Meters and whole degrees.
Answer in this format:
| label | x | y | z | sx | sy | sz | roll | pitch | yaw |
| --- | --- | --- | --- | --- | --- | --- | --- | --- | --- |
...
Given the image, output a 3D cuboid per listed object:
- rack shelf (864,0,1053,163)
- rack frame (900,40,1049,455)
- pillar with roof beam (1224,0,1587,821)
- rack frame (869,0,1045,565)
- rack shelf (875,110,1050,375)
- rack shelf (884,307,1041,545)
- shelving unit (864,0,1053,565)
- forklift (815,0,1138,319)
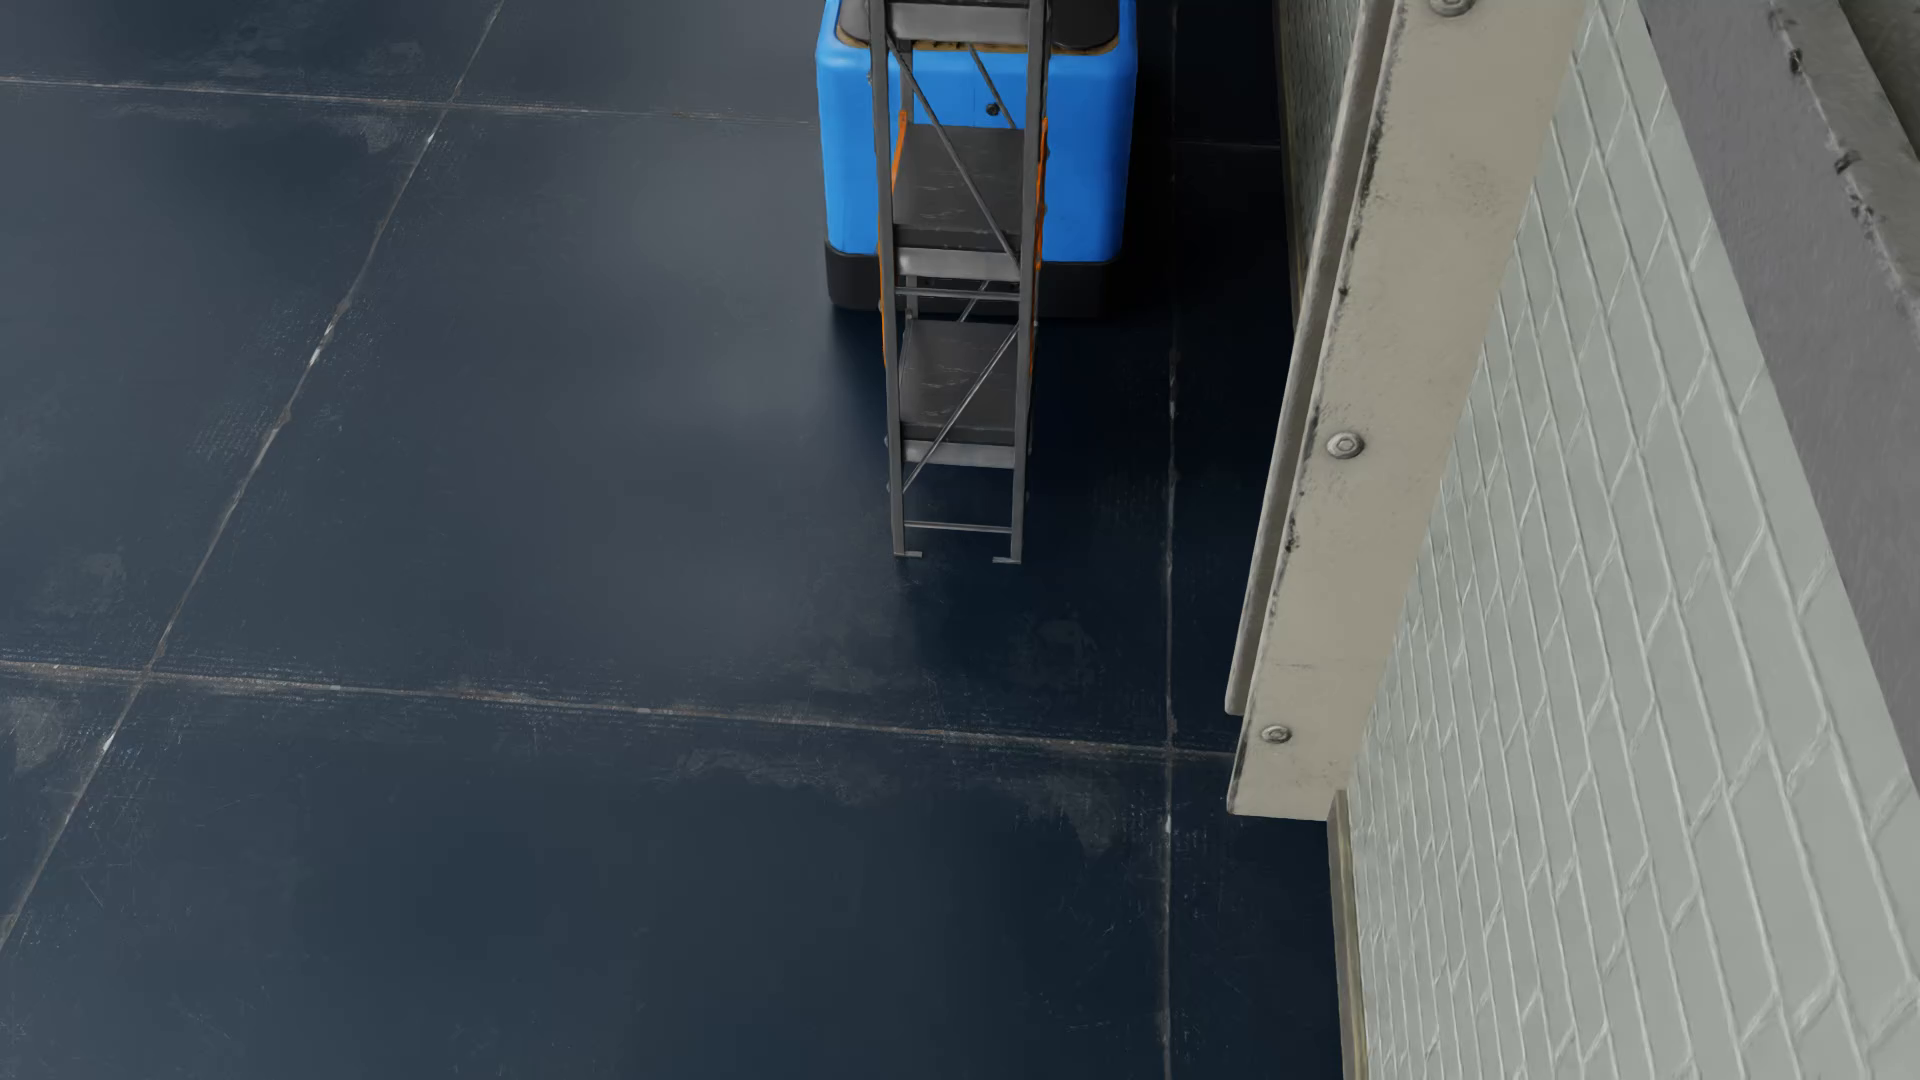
| label | x | y | z | sx | sy | sz | roll | pitch | yaw |
| --- | --- | --- | --- | --- | --- | --- | --- | --- | --- |
| rack shelf | 0.015 | -1.294 | 4.080 | 0.431 | 0.518 | 0.480 | 4 | 48 | 4 |
| rack frame | 0.037 | -1.010 | 4.750 | 0.400 | 2.100 | 0.015 | 4 | 48 | 4 |
| pillar with roof beam | -3.383 | -2.712 | 1.632 | 9.100 | 9.000 | 0.400 | 4 | 48 | 4 |
| rack frame | -0.007 | -0.651 | 4.422 | 0.400 | 2.100 | 0.015 | 4 | 48 | 4 |
| rack shelf | 0.015 | -0.821 | 4.597 | 0.431 | 0.518 | 0.480 | 4 | 48 | 4 |
| rack shelf | 0.015 | -0.349 | 5.113 | 0.431 | 0.518 | 0.480 | 4 | 48 | 4 |
| shelving unit | 0.015 | -0.830 | 4.586 | 0.431 | 2.100 | 0.503 | 4 | 48 | 4 |
| forklift | 0.130 | -2.852 | 5.873 | 1.130 | 2.935 | 3.031 | 2 | 48 | 2 |
